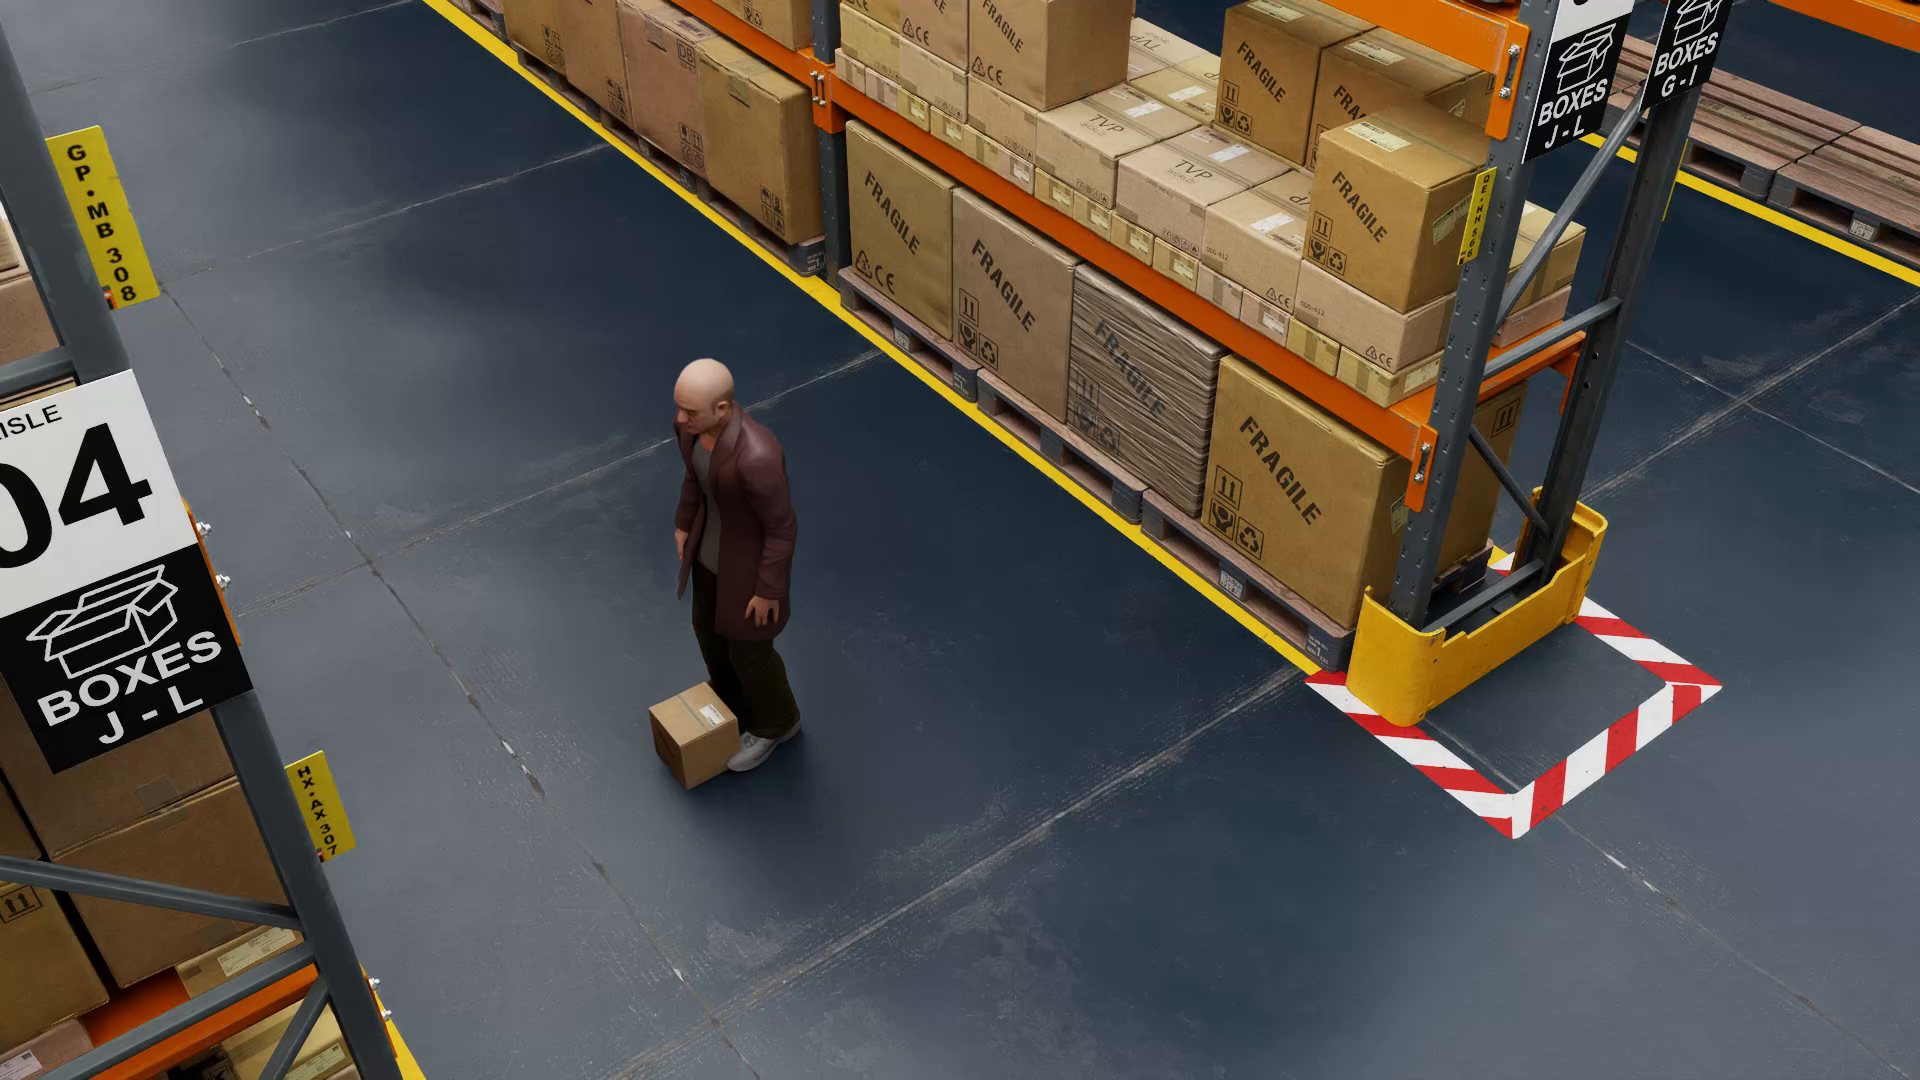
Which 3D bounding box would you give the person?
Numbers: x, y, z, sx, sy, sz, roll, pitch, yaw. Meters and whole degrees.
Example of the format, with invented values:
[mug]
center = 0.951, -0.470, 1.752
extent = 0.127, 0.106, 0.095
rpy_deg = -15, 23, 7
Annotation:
[person]
center = -0.831, 0.083, 6.094
extent = 0.427, 1.740, 0.628
rpy_deg = -28, 47, -29
